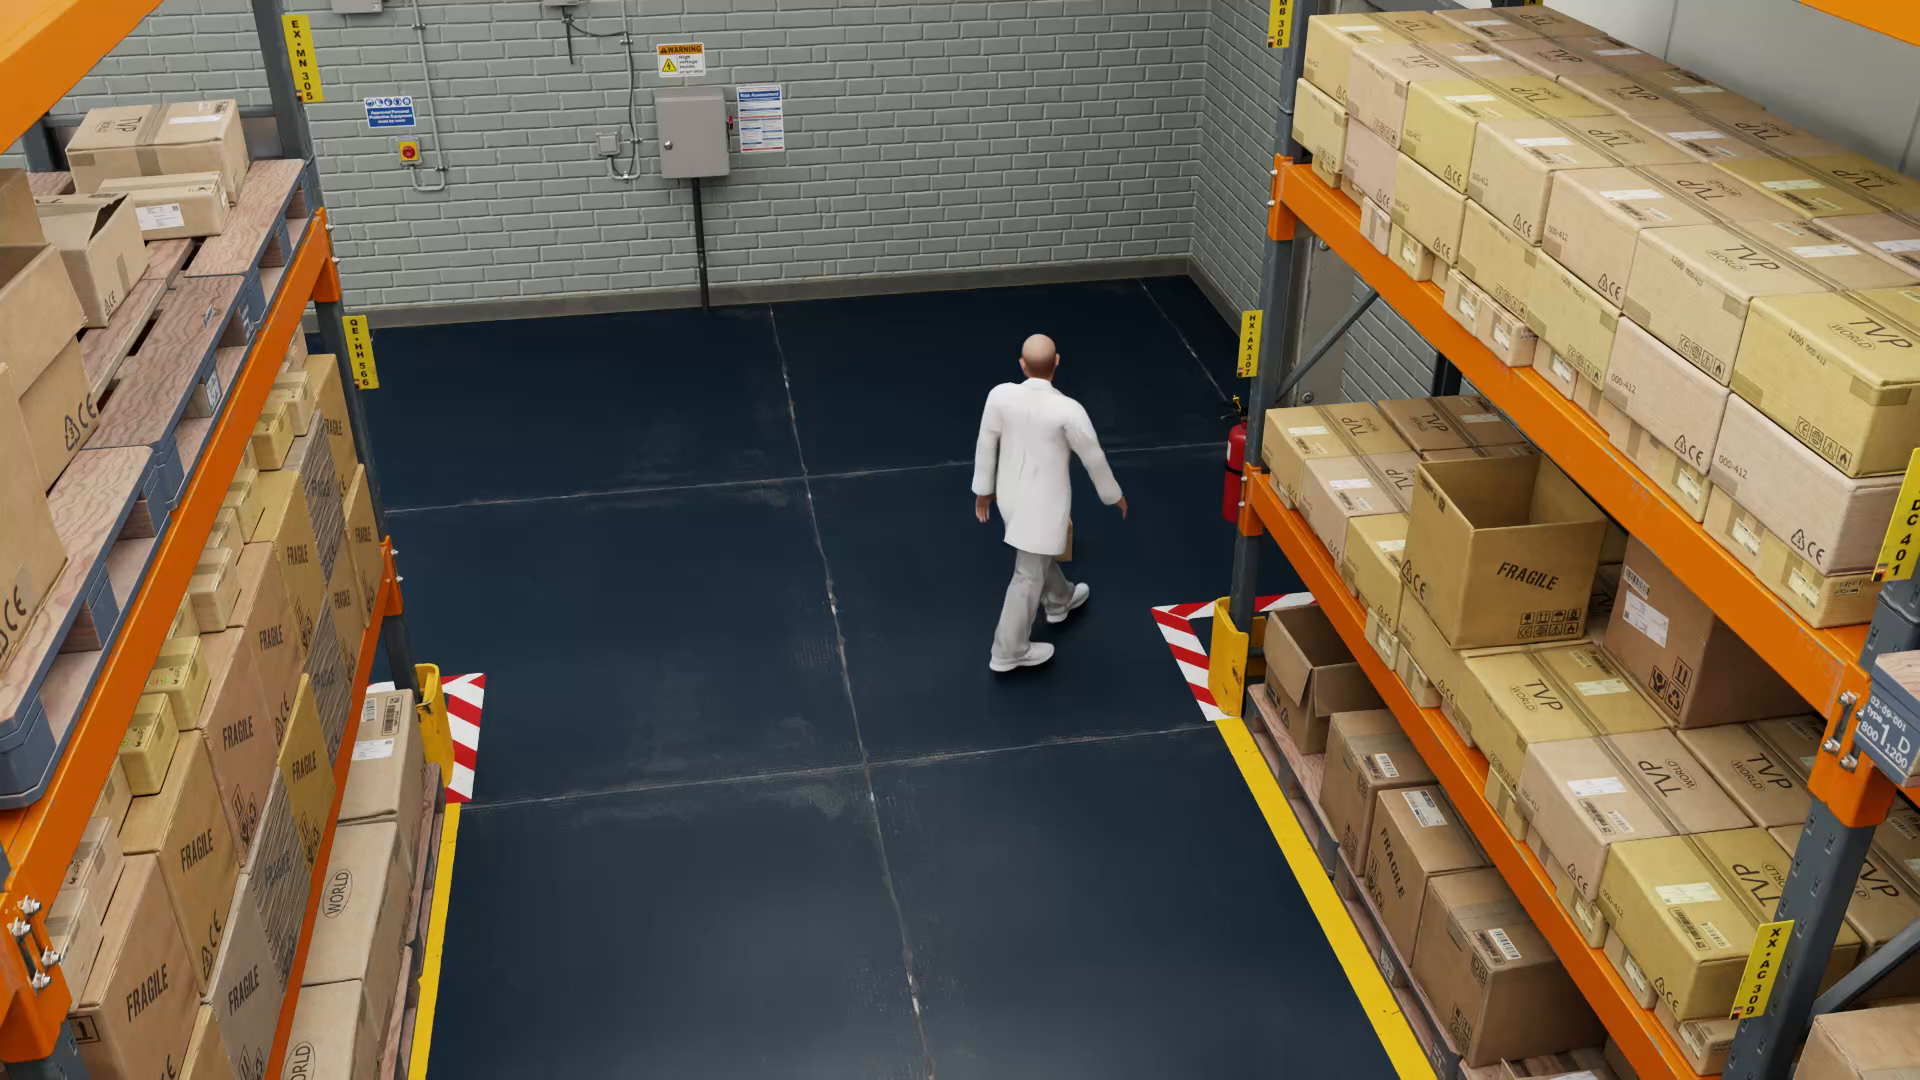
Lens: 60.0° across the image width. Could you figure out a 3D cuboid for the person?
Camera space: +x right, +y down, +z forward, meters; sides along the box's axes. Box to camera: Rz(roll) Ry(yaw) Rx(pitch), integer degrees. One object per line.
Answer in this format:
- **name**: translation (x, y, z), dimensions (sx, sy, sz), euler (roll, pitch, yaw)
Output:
- **person**: translation (0.467, -0.237, 8.528), dimensions (0.700, 1.738, 0.938), euler (21, 36, 31)
